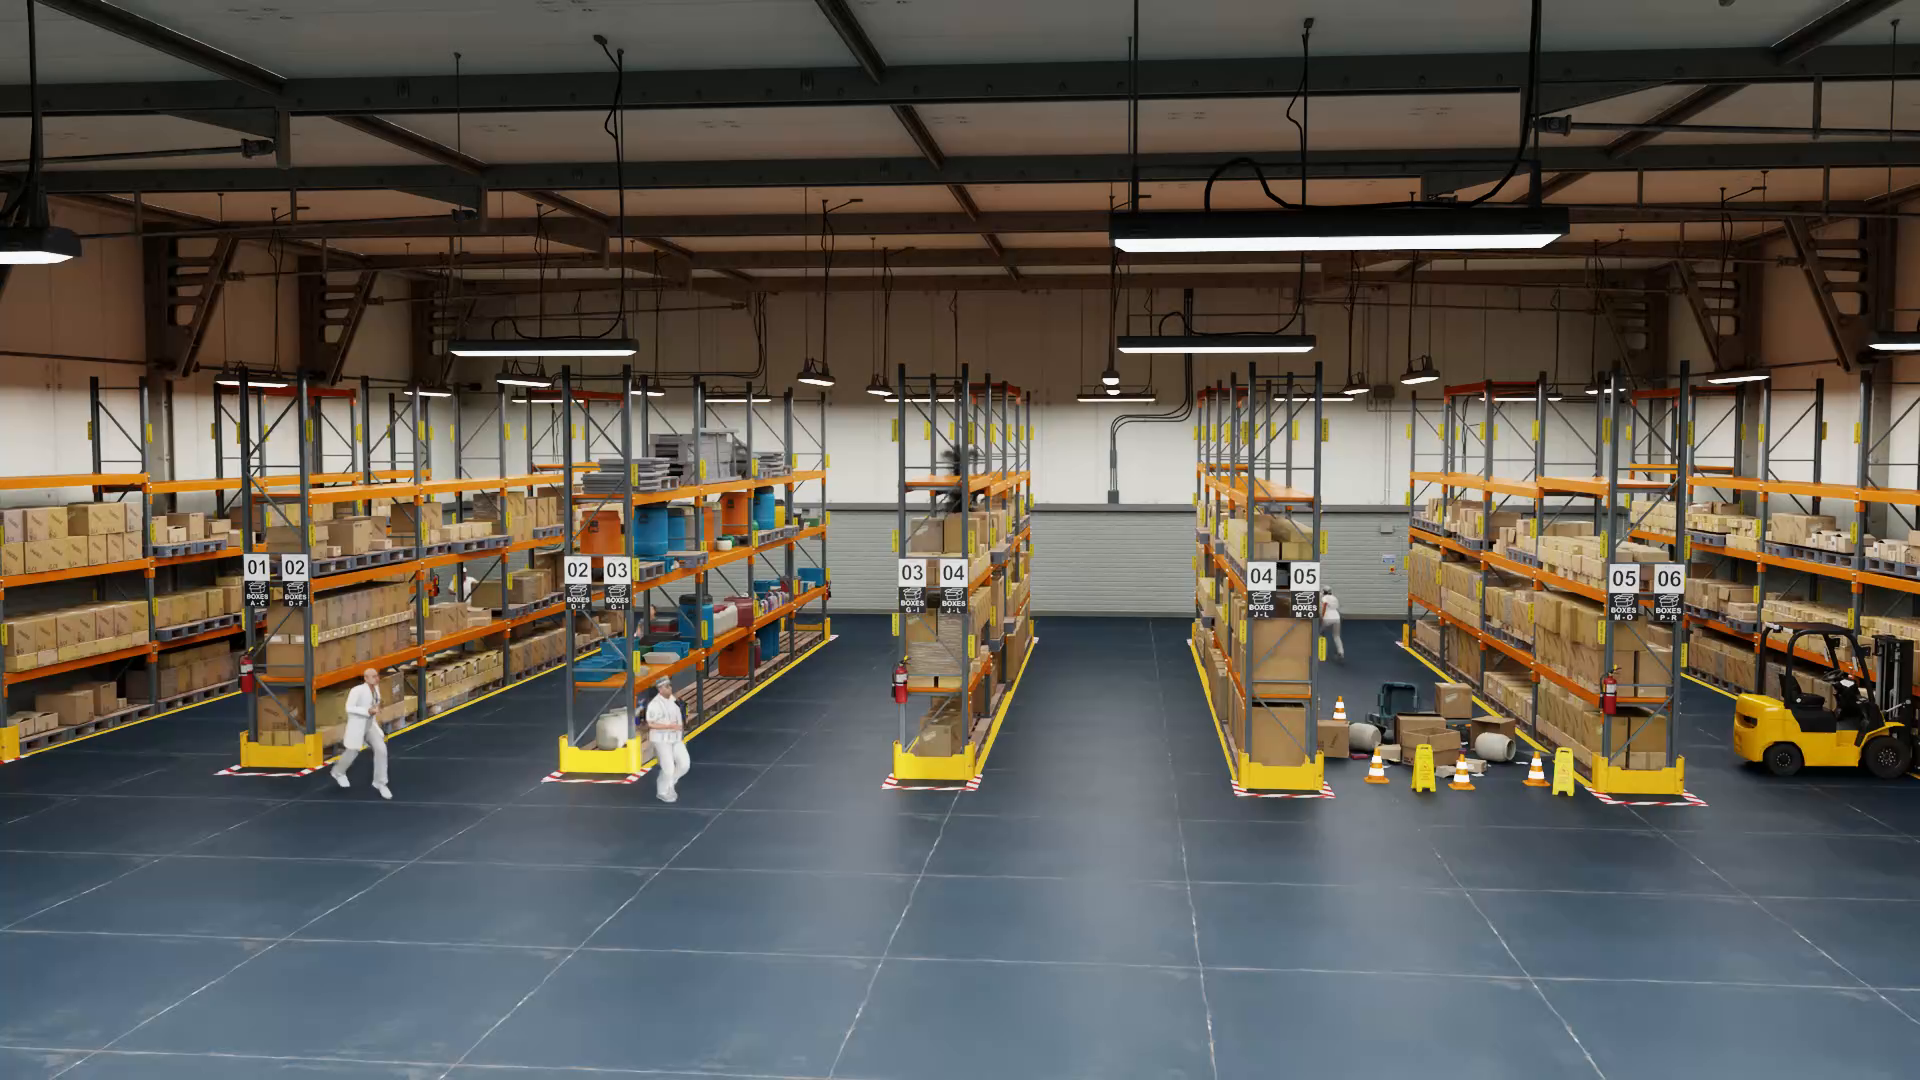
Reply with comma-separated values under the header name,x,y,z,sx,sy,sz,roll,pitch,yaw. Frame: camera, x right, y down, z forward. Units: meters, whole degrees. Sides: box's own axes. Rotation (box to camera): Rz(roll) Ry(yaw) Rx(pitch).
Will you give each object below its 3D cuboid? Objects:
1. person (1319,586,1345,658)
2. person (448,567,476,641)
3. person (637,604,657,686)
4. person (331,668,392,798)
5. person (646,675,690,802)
name,x,y,z,sx,sy,sz,roll,pitch,yaw
person,8.191,1.843,36.849,0.600,1.635,0.941,-1,4,-18
person,-12.034,1.542,40.269,0.673,1.807,0.757,0,4,-5
person,-6.051,2.086,32.445,0.555,1.688,0.703,0,4,0
person,-8.328,2.656,23.033,1.119,1.798,0.689,2,4,32
person,-3.931,2.705,22.487,0.585,1.765,0.638,2,4,31
